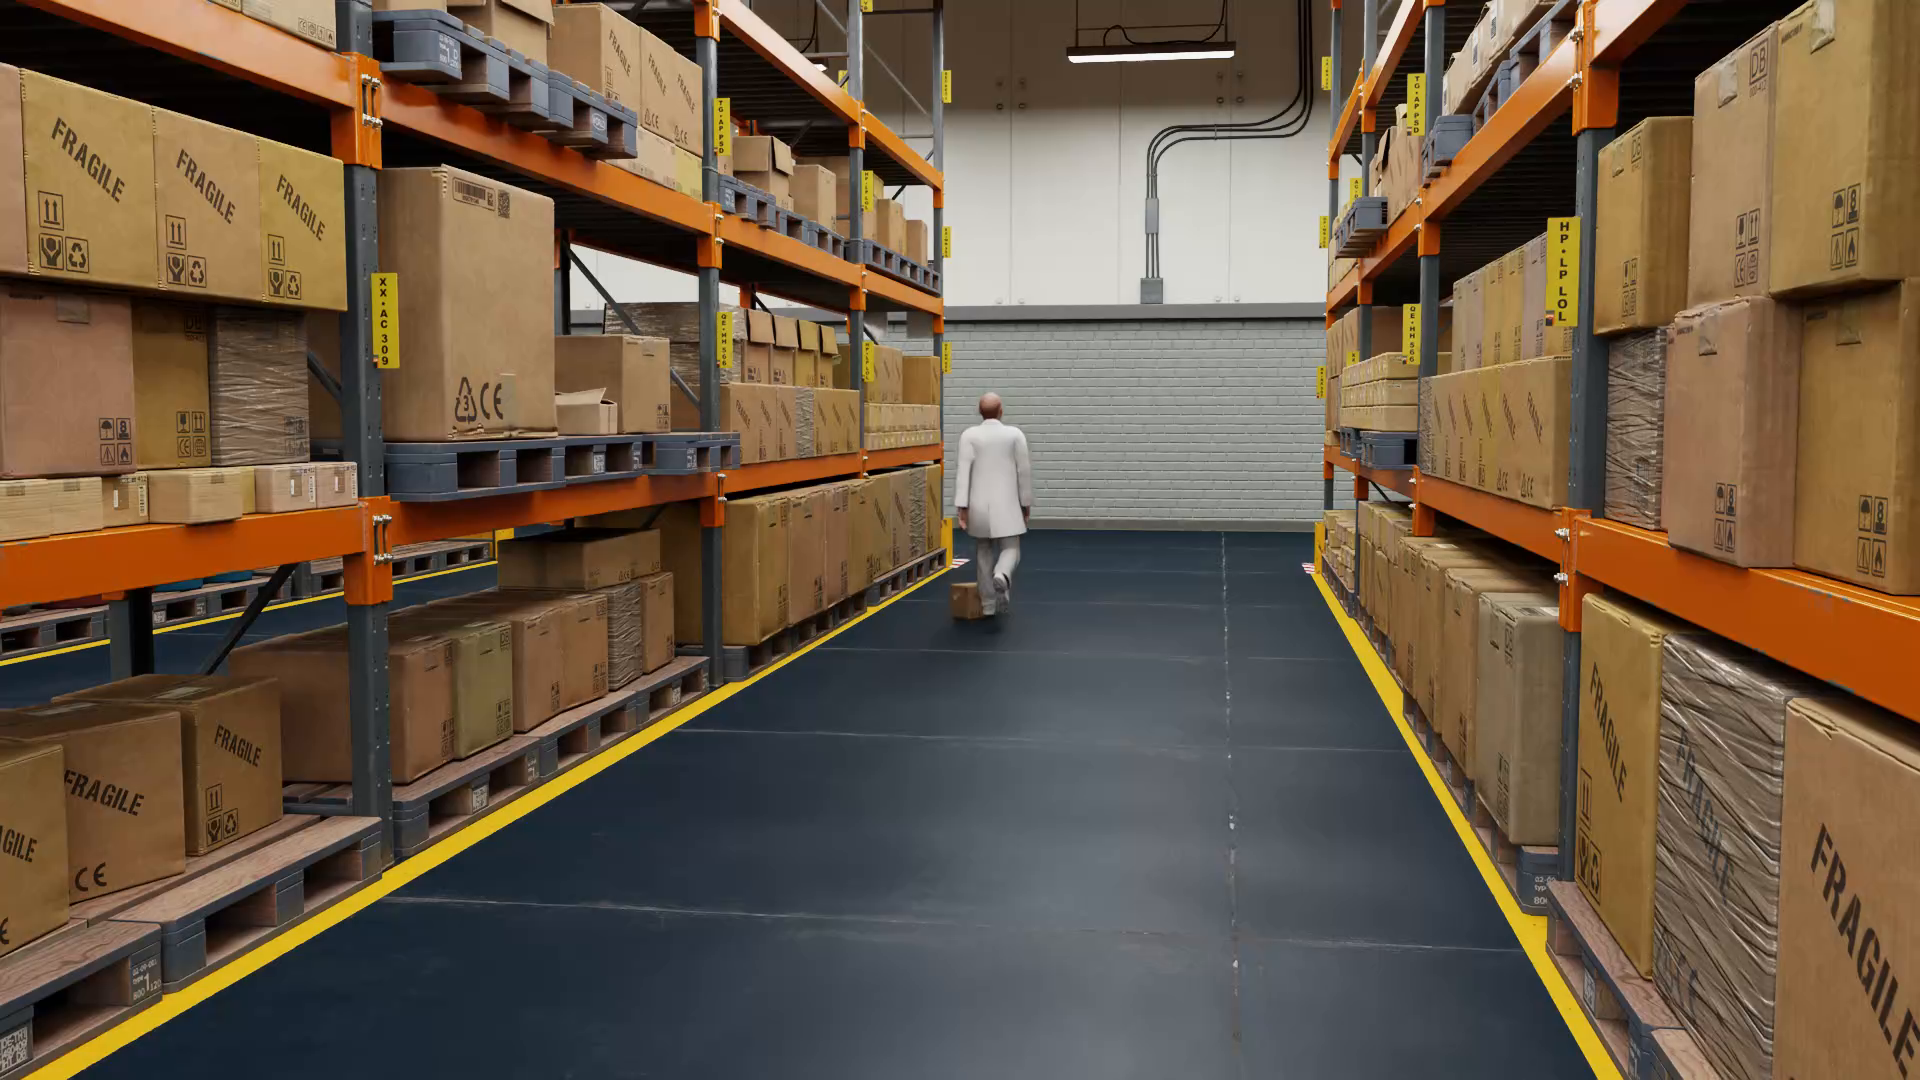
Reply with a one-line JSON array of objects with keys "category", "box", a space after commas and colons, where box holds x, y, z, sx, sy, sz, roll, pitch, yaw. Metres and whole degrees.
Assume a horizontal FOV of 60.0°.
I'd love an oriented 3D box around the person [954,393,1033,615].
[{"category": "person", "box": [0.260, -0.271, 12.959, 0.605, 1.749, 0.872, 1, 4, 7]}]
